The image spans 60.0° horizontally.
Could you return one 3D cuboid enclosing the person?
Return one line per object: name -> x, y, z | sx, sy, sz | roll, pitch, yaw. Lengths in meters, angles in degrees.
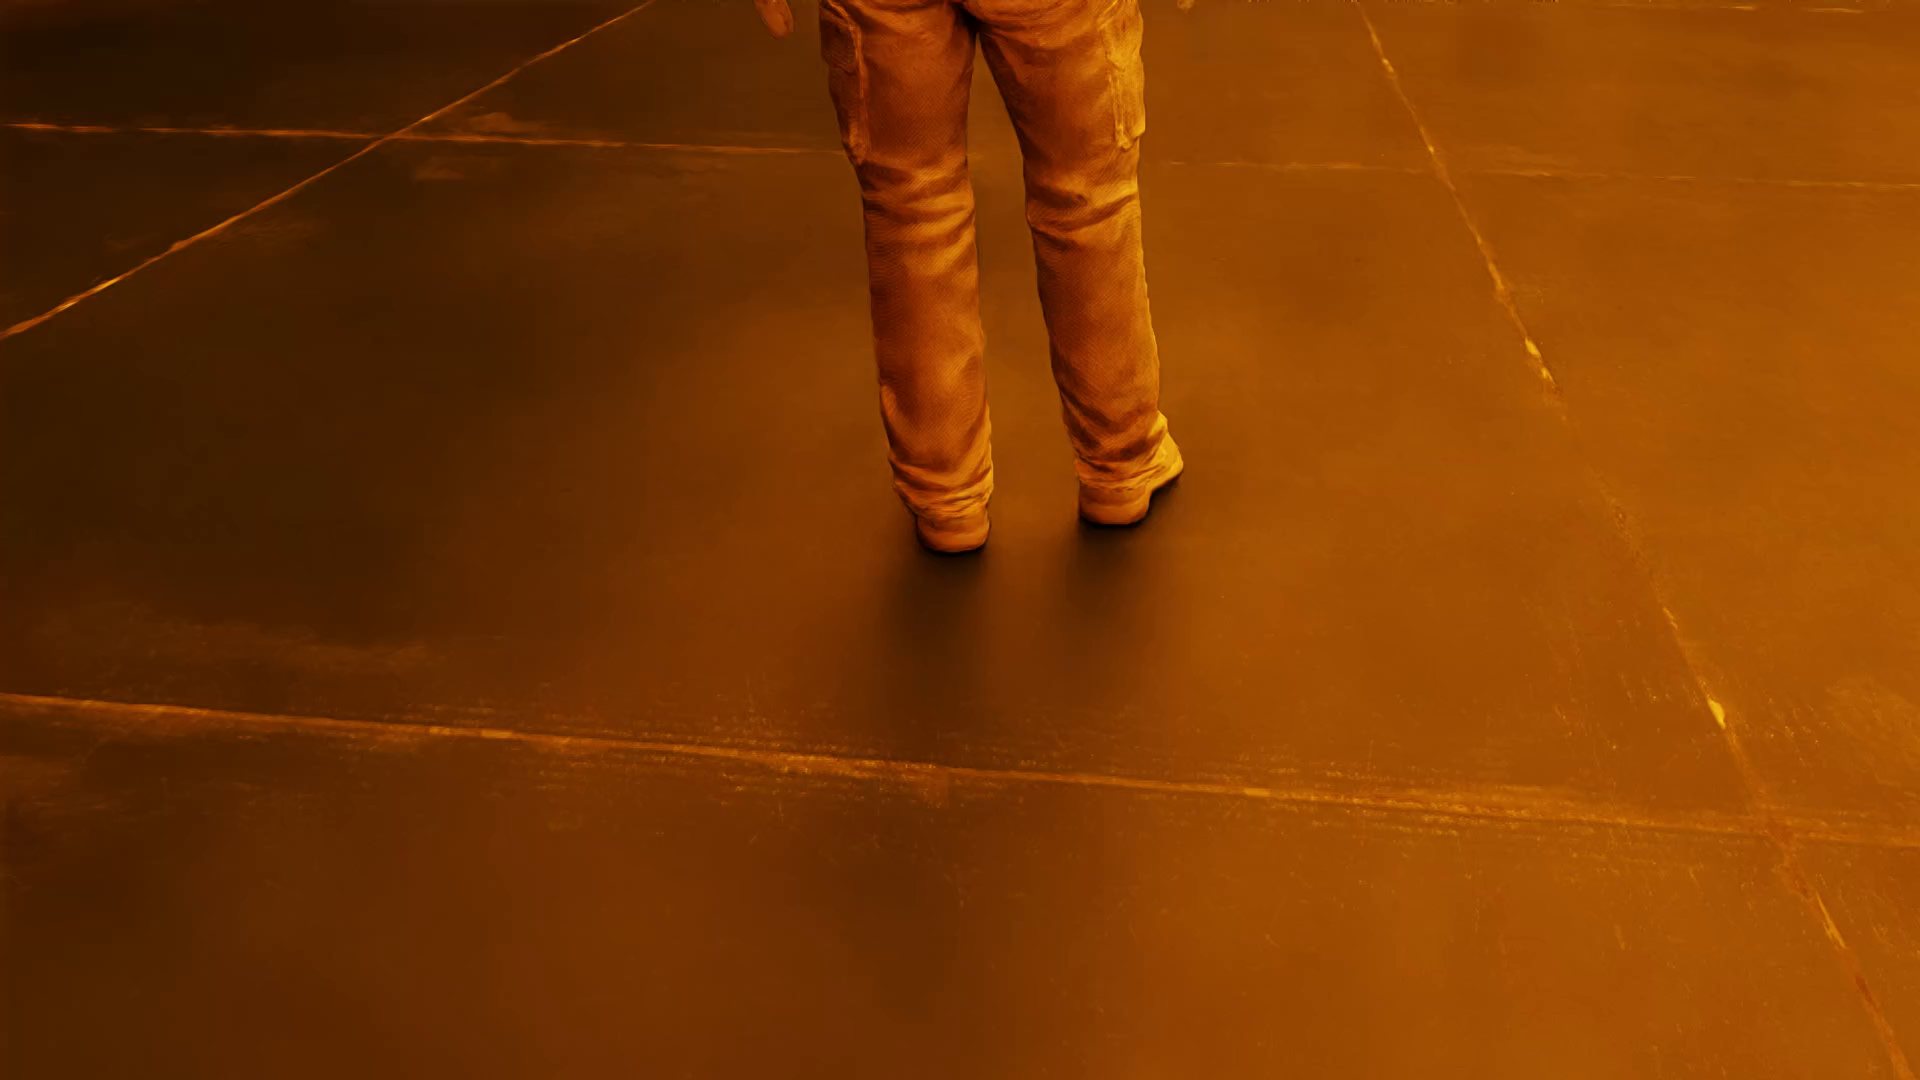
person -> 0.017, -0.836, 2.162 | 0.655, 1.782, 0.576 | 3, 27, 7
